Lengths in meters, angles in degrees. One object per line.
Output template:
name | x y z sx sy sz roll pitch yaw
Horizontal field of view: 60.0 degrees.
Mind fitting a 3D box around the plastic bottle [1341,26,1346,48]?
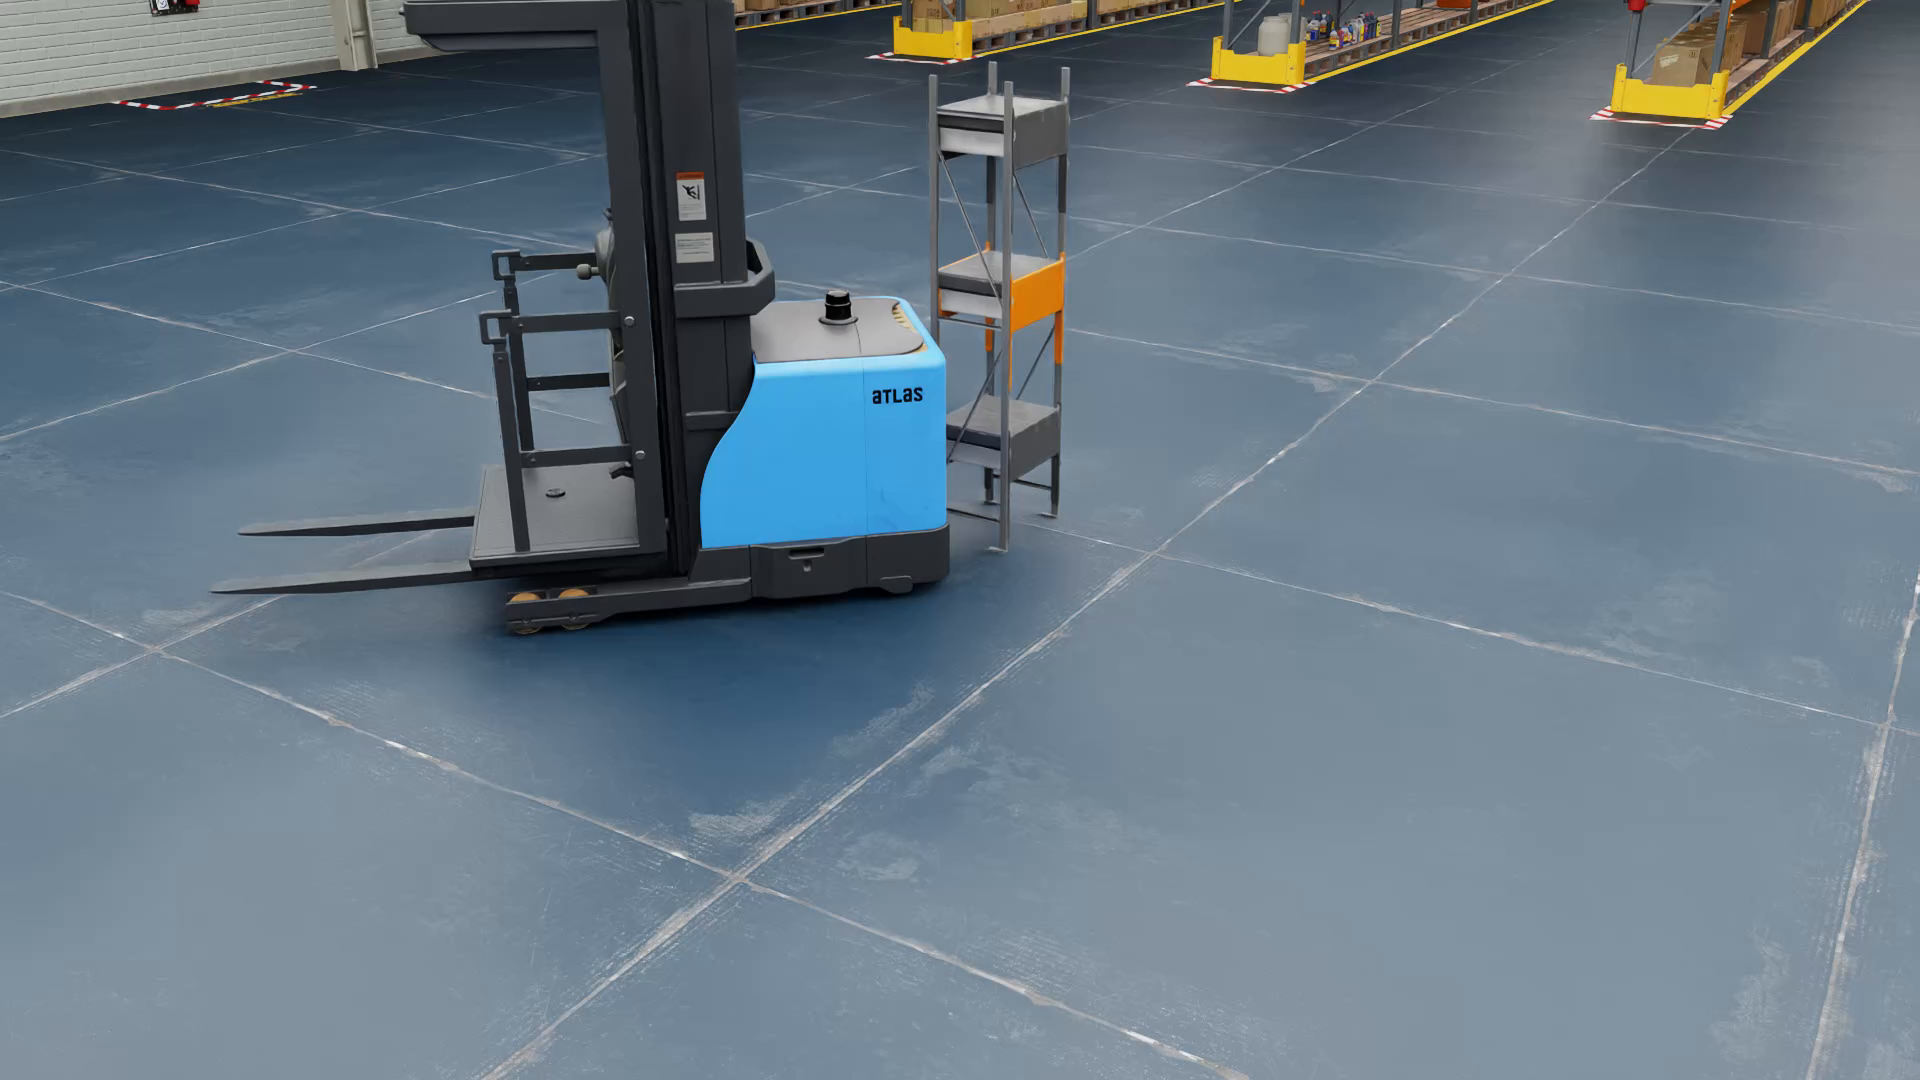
plastic bottle | 5.230 -6.888 22.765 0.097 0.271 0.097 0 23 0

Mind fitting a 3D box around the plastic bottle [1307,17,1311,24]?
plastic bottle | 4.938 -7.285 23.667 0.061 0.283 0.133 15 28 31

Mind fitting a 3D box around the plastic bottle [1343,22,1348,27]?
plastic bottle | 5.392 -7.097 23.235 0.061 0.283 0.133 14 27 29

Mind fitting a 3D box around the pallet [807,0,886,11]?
pallet | -2.069 -9.685 29.857 1.003 0.211 1.213 14 27 29

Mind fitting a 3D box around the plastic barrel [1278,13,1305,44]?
plastic barrel | 4.375 -6.734 22.132 0.421 0.512 0.421 0 23 0

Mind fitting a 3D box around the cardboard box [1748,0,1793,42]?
cardboard box | 11.345 -7.379 23.613 0.700 0.500 0.500 16 28 33

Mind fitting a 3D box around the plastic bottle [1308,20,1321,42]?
plastic bottle | 4.975 -7.162 23.394 0.152 0.276 0.135 14 27 29

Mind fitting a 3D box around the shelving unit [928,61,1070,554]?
shelving unit | 0.172 -1.027 7.479 0.431 2.100 0.503 14 27 29

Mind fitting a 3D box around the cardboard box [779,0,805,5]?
cardboard box | -2.992 -9.398 28.276 0.500 0.500 0.500 12 26 25

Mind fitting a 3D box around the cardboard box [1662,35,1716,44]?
cardboard box | 8.666 -5.699 19.757 0.500 0.500 0.500 -20 31 -39

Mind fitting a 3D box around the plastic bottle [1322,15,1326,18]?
plastic bottle | 5.251 -7.447 24.051 0.152 0.276 0.135 15 28 31

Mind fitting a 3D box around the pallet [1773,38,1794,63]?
pallet | 11.198 -6.984 23.618 1.003 0.211 1.213 14 27 29

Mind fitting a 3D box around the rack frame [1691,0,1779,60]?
rack frame | 10.146 -7.588 21.501 1.000 3.000 0.127 14 27 29

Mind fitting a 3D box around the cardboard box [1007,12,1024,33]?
cardboard box | 0.619 -7.718 24.736 0.500 0.250 0.500 14 27 29

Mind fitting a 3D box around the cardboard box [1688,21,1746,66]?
cardboard box | 9.606 -6.312 21.172 0.500 0.500 0.500 -18 29 -36

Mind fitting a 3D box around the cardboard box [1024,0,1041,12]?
cardboard box | 0.888 -8.230 24.974 0.500 0.500 0.500 14 27 29

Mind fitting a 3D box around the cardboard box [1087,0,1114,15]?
cardboard box | 2.155 -8.680 26.957 0.500 0.250 0.500 13 27 28

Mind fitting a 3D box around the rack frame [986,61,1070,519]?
rack frame | 0.300 -1.109 7.669 0.400 2.100 0.015 14 27 29

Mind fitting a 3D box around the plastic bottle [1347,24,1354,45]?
plastic bottle | 5.390 -6.990 23.001 0.097 0.271 0.097 0 23 0

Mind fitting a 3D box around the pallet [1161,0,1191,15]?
pallet | 3.375 -9.466 29.349 1.003 0.211 1.213 14 27 29

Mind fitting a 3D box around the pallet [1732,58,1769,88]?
pallet | 9.822 -6.074 21.515 1.003 0.211 1.213 14 27 29

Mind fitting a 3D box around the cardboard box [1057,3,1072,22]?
cardboard box | 1.401 -8.227 25.910 0.500 0.250 0.500 14 27 29

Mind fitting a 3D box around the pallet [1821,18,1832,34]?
pallet | 13.380 -8.318 26.700 1.003 0.211 1.213 14 27 29

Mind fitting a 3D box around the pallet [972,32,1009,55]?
pallet | -0.010 -7.302 24.352 1.003 0.211 1.213 14 27 29

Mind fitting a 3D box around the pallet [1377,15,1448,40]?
pallet | 6.962 -8.032 26.039 1.003 0.211 1.213 14 27 29

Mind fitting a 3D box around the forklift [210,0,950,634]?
forklift | -1.616 -1.186 6.801 3.031 2.935 1.130 -5 24 -11

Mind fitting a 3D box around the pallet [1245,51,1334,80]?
pallet | 4.262 -6.304 22.047 1.003 0.211 1.213 14 27 29

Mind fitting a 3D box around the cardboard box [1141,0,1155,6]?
cardboard box | 2.966 -9.199 28.156 0.500 0.250 0.500 14 27 30

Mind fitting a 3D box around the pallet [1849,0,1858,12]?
pallet | 15.476 -9.662 29.803 1.003 0.211 1.213 14 27 29

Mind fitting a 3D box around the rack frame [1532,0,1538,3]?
rack frame | 10.158 -11.326 30.136 1.000 3.000 0.127 14 27 29

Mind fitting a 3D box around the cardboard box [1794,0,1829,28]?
cardboard box | 12.638 -8.384 25.487 1.225 0.875 0.875 12 26 27

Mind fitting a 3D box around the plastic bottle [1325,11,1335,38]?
plastic bottle | 5.283 -7.396 23.840 0.144 0.351 0.185 14 27 29

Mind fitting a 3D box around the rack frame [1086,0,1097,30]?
rack frame | 1.732 -9.665 26.300 1.000 3.000 0.127 14 27 29

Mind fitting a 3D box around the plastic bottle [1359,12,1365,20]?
plastic bottle | 5.721 -7.364 23.766 0.144 0.351 0.185 14 27 29

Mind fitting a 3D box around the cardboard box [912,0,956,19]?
cardboard box | -0.348 -7.833 24.057 0.500 0.500 0.500 14 27 29

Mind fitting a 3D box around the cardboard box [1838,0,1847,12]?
cardboard box | 14.046 -9.285 27.569 1.225 0.875 0.875 14 27 29

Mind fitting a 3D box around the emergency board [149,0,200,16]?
emergency board | -9.455 -6.918 19.955 0.194 1.169 0.643 14 27 29

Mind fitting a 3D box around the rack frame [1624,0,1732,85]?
rack frame | 8.036 -6.238 18.383 1.000 3.000 0.127 14 27 29

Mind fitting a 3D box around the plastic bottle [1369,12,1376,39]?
plastic bottle | 5.844 -7.334 23.696 0.144 0.351 0.185 13 27 28

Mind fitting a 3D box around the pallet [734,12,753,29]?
pallet | -4.090 -8.364 26.806 1.003 0.211 1.213 14 27 29

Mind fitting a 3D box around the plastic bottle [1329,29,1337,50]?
plastic bottle | 5.050 -6.772 22.498 0.097 0.271 0.097 0 23 0

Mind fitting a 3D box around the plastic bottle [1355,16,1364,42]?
plastic bottle | 5.572 -7.160 23.295 0.144 0.351 0.185 14 27 29

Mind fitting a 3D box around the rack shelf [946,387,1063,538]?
rack shelf | 0.172 -0.372 7.762 0.431 0.518 0.480 14 27 29

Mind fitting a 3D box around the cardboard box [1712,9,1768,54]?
cardboard box | 10.488 -6.845 22.379 0.700 0.500 0.500 12 26 25

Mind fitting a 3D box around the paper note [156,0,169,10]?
paper note | -9.607 -6.469 20.025 0.016 0.148 0.142 14 27 29

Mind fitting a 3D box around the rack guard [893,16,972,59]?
rack guard | -0.390 -7.160 23.659 1.175 0.500 0.348 14 27 29

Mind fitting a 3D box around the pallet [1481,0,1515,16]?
pallet | 9.073 -9.381 29.154 1.003 0.211 1.213 14 27 29
